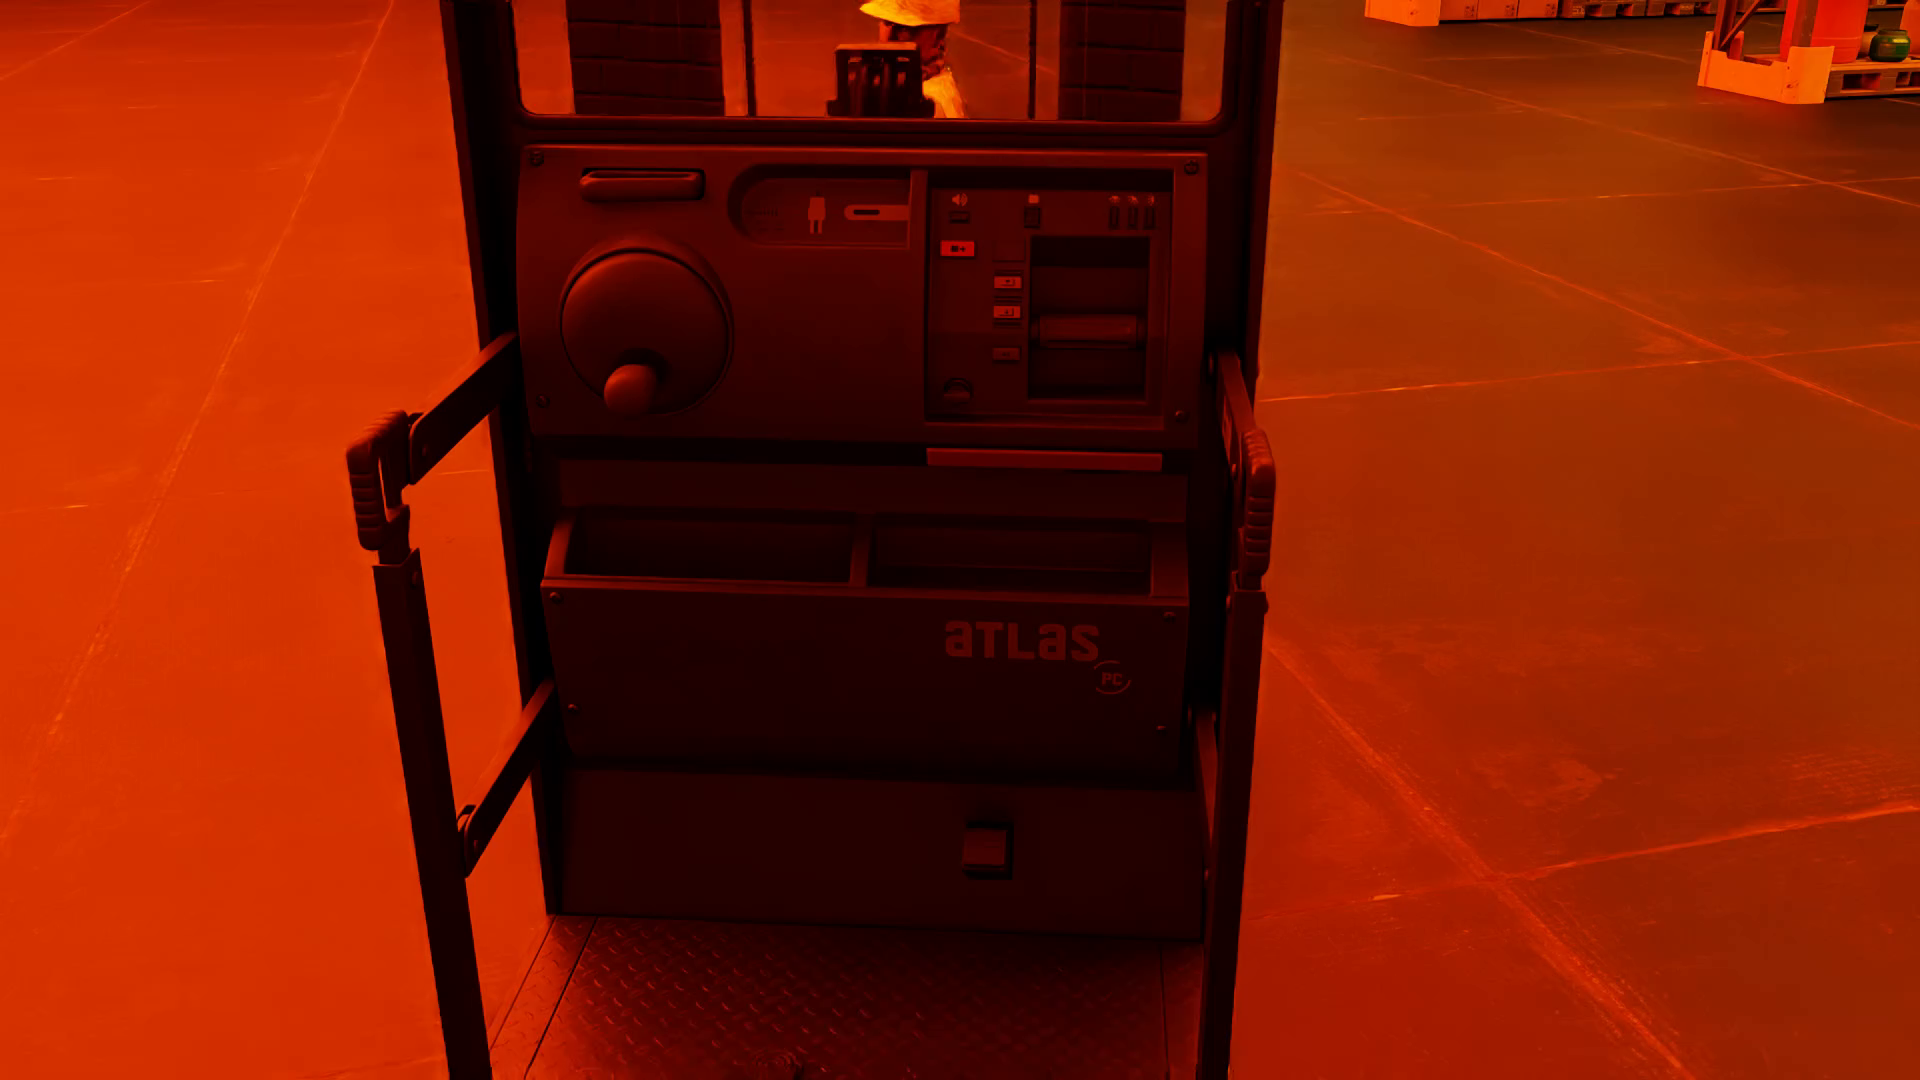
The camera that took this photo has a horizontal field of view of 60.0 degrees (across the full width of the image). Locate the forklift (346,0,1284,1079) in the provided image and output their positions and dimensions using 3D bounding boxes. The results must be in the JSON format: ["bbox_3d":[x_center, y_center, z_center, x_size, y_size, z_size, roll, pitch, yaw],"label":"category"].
[{"bbox_3d":[-0.149,-0.315,2.051,1.130,2.935,3.031,2,23,4],"label":"forklift"}]

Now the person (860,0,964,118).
[{"bbox_3d":[-0.265,-0.790,4.768,0.789,1.688,0.695,-6,24,-15],"label":"person"}]
